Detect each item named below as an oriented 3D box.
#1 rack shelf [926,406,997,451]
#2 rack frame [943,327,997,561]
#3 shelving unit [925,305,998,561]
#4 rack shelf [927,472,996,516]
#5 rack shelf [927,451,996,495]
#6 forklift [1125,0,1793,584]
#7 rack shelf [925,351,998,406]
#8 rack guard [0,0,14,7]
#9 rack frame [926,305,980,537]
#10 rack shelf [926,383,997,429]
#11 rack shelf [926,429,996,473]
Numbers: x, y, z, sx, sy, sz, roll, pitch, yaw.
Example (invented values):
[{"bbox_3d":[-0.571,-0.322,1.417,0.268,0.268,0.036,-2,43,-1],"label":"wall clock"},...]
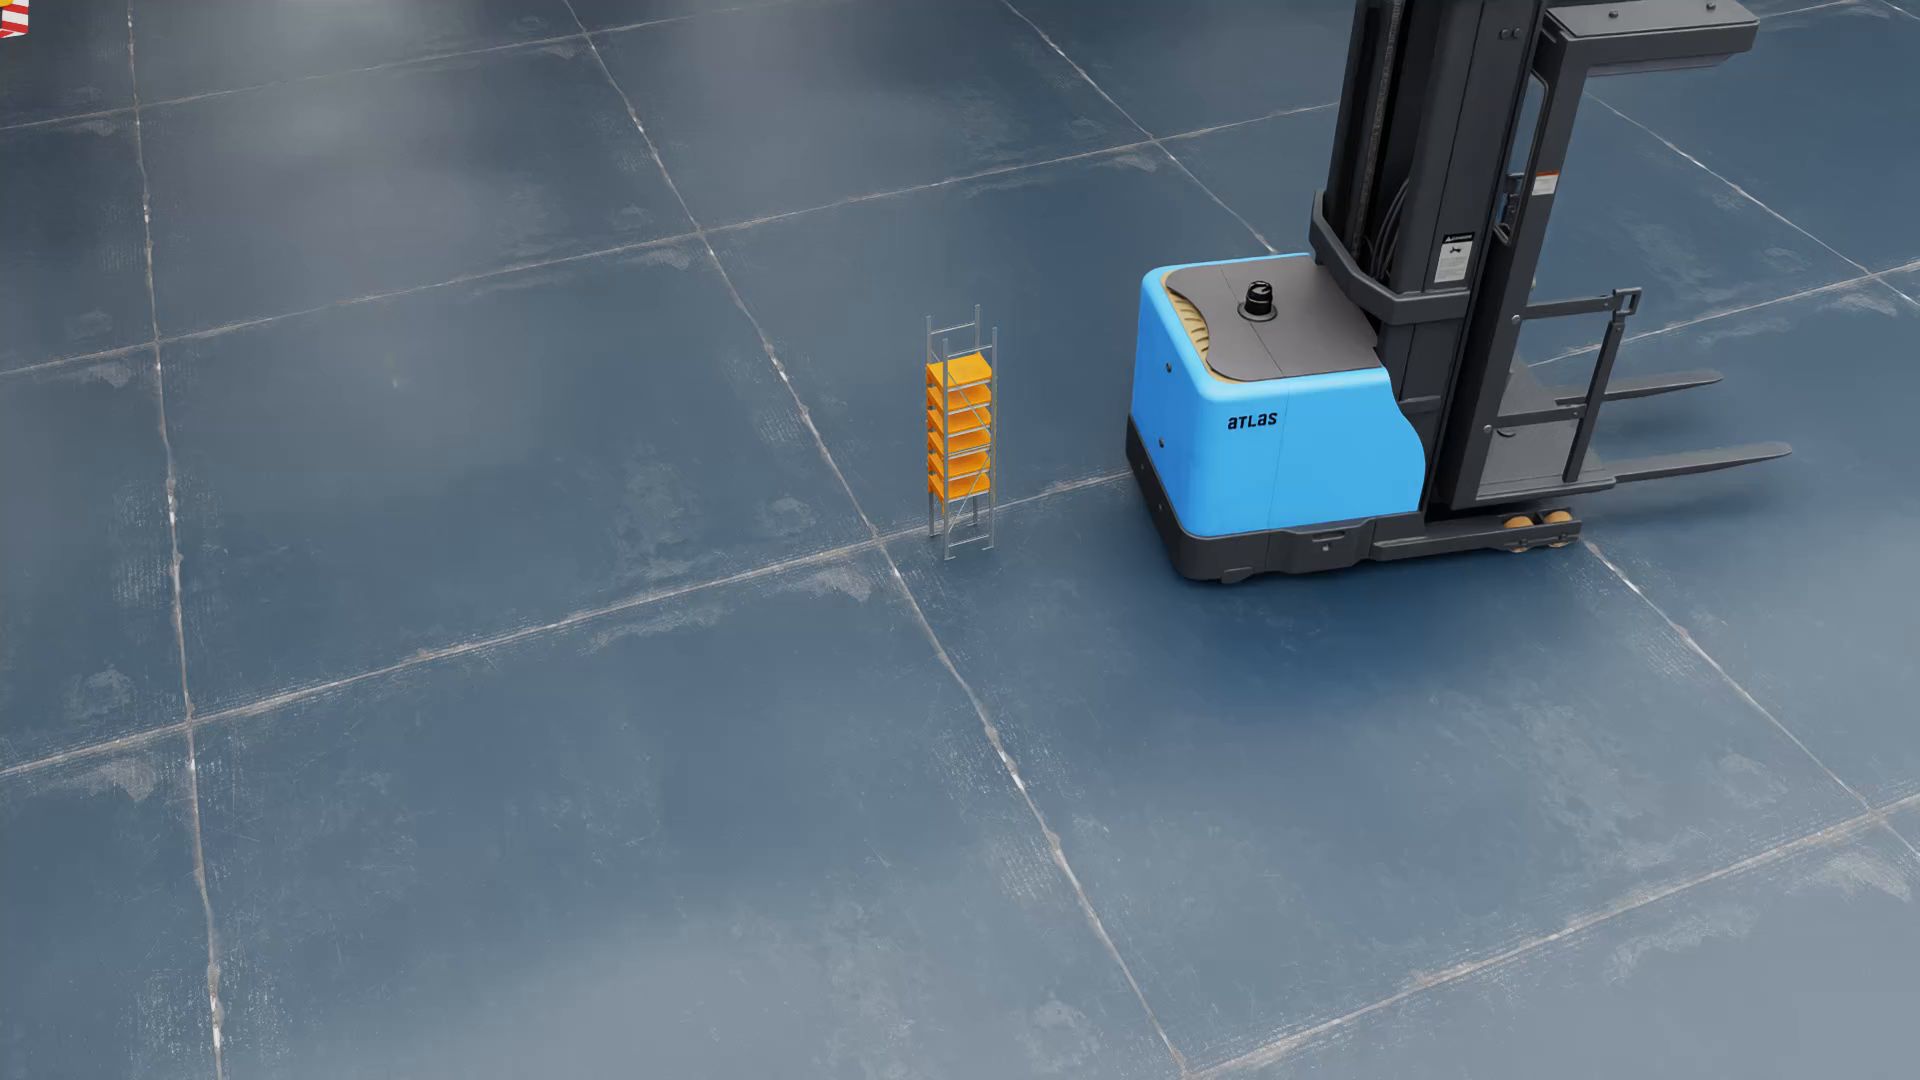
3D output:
[{"bbox_3d":[0.006,-0.504,7.218,0.258,0.103,0.180,-15,43,-17],"label":"rack shelf"},{"bbox_3d":[0.041,-0.391,7.203,0.240,1.200,0.006,-15,43,-17],"label":"rack frame"},{"bbox_3d":[0.006,-0.446,7.267,0.258,1.200,0.189,-15,43,-17],"label":"shelving unit"},{"bbox_3d":[0.006,-0.231,7.453,0.258,0.103,0.180,-15,43,-17],"label":"rack shelf"},{"bbox_3d":[0.006,-0.322,7.374,0.258,0.103,0.180,-15,43,-17],"label":"rack shelf"},{"bbox_3d":[2.368,-1.387,7.034,3.031,2.935,1.130,-7,41,-8],"label":"forklift"},{"bbox_3d":[0.006,-0.685,7.062,0.258,0.103,0.180,-15,43,-17],"label":"rack shelf"},{"bbox_3d":[-7.583,-4.091,12.043,1.175,0.500,0.348,-15,43,-17],"label":"rack guard"},{"bbox_3d":[-0.029,-0.501,7.331,0.240,1.200,0.006,-15,43,-17],"label":"rack frame"},{"bbox_3d":[0.006,-0.594,7.140,0.258,0.103,0.180,-15,43,-17],"label":"rack shelf"},{"bbox_3d":[0.006,-0.413,7.296,0.258,0.103,0.180,-15,43,-17],"label":"rack shelf"}]
